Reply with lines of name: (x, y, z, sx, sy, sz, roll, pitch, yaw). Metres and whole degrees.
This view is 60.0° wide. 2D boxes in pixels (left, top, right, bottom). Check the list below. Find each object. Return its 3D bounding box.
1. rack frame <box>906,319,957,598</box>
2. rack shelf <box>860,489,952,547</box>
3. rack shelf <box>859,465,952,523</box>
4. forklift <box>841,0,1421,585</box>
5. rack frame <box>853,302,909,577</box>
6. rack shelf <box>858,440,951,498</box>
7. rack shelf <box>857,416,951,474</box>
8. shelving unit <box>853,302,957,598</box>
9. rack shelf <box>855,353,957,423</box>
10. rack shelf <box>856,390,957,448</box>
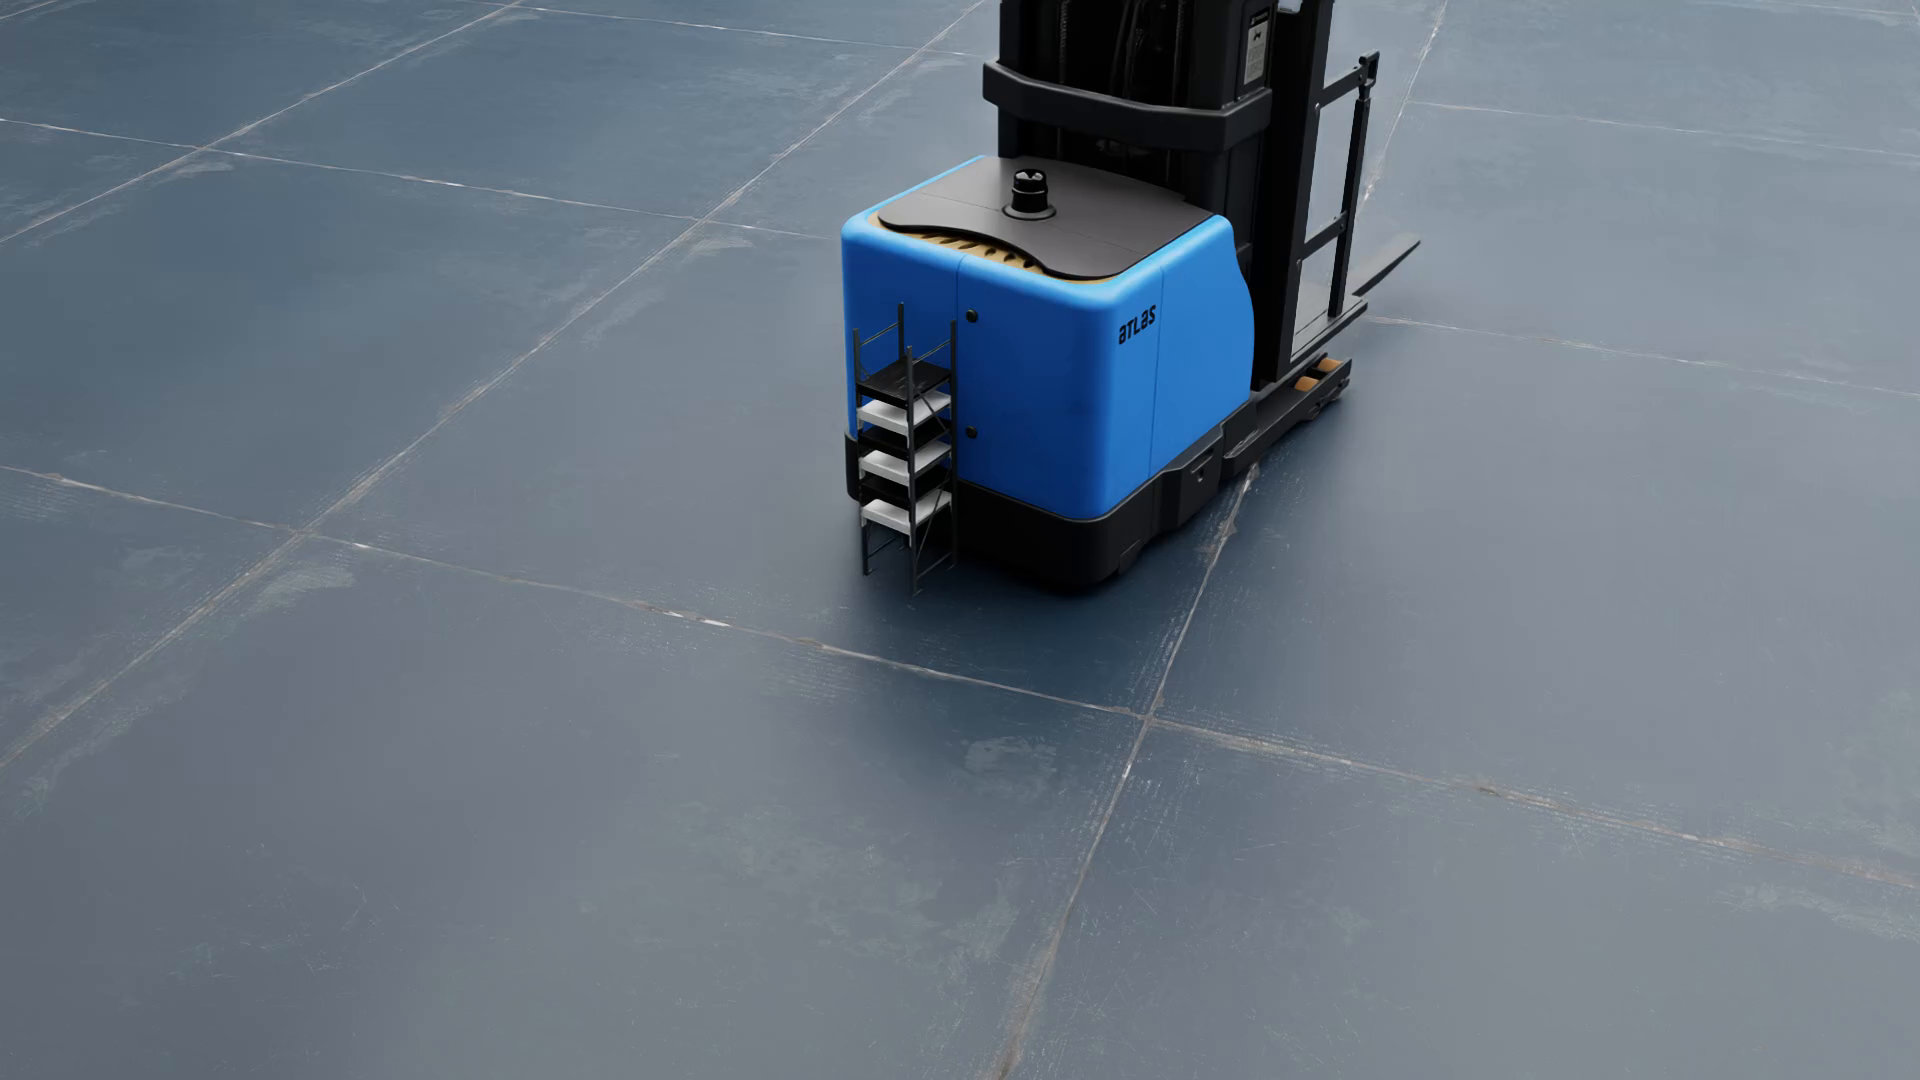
rack frame: (-0.084, -0.244, 5.233, 0.006, 0.900, 0.240, 22, 39, 30)
rack shelf: (-0.165, -0.097, 5.400, 0.200, 0.077, 0.258, 22, 39, 30)
rack shelf: (-0.166, -0.173, 5.351, 0.200, 0.077, 0.258, 22, 39, 30)
forklift: (0.878, -1.833, 5.823, 1.130, 2.935, 3.031, 22, 39, 30)
rack frame: (-0.248, -0.309, 5.334, 0.006, 0.900, 0.240, 22, 39, 30)
rack shelf: (-0.166, -0.248, 5.302, 0.200, 0.077, 0.258, 22, 39, 30)
rack shelf: (-0.166, -0.324, 5.252, 0.200, 0.077, 0.258, 22, 39, 30)
shelving unit: (-0.166, -0.276, 5.283, 0.210, 0.900, 0.258, 22, 39, 30)
rack shelf: (-0.167, -0.474, 5.154, 0.200, 0.077, 0.258, 22, 39, 30)
rack shelf: (-0.166, -0.399, 5.203, 0.200, 0.077, 0.258, 22, 39, 30)
